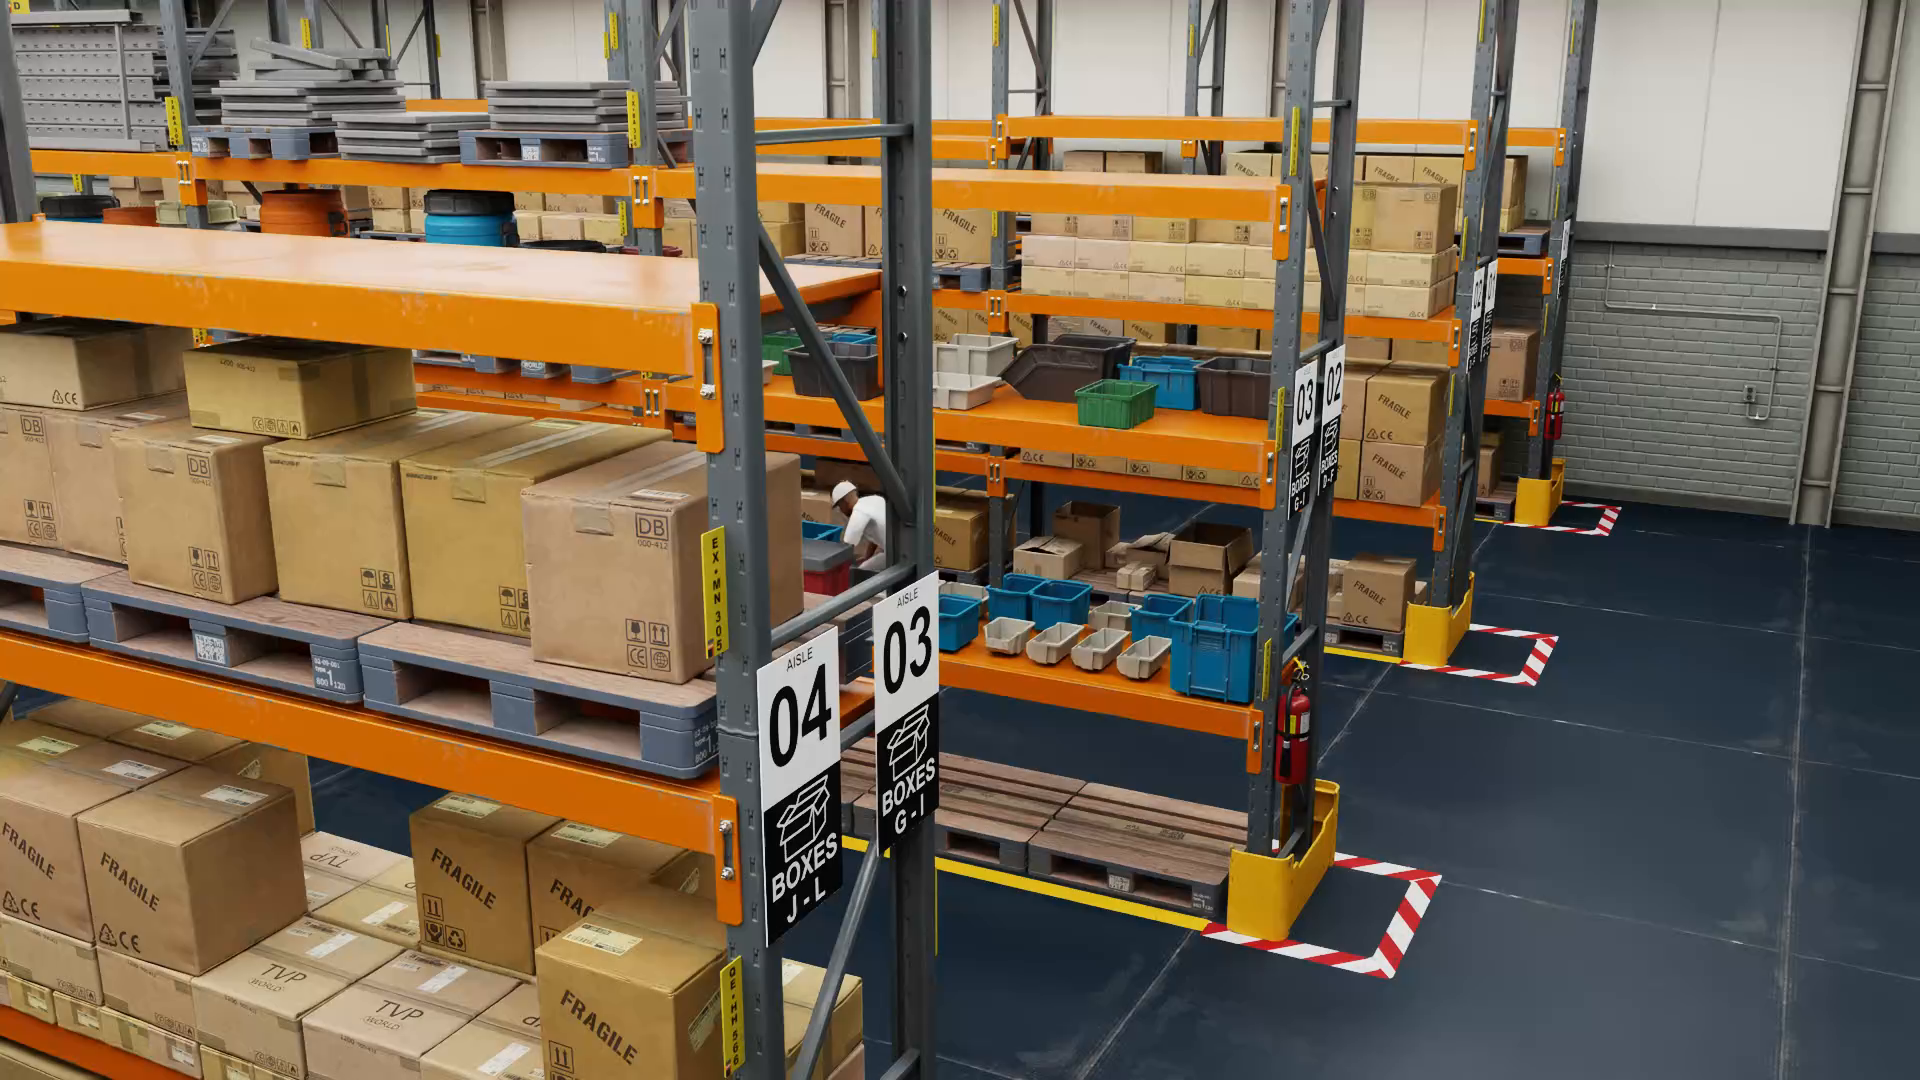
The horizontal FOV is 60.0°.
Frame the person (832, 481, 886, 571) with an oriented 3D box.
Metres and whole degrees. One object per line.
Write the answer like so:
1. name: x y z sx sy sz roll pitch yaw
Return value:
1. person: -0.736 0.115 14.579 0.838 1.224 0.622 8 18 26
